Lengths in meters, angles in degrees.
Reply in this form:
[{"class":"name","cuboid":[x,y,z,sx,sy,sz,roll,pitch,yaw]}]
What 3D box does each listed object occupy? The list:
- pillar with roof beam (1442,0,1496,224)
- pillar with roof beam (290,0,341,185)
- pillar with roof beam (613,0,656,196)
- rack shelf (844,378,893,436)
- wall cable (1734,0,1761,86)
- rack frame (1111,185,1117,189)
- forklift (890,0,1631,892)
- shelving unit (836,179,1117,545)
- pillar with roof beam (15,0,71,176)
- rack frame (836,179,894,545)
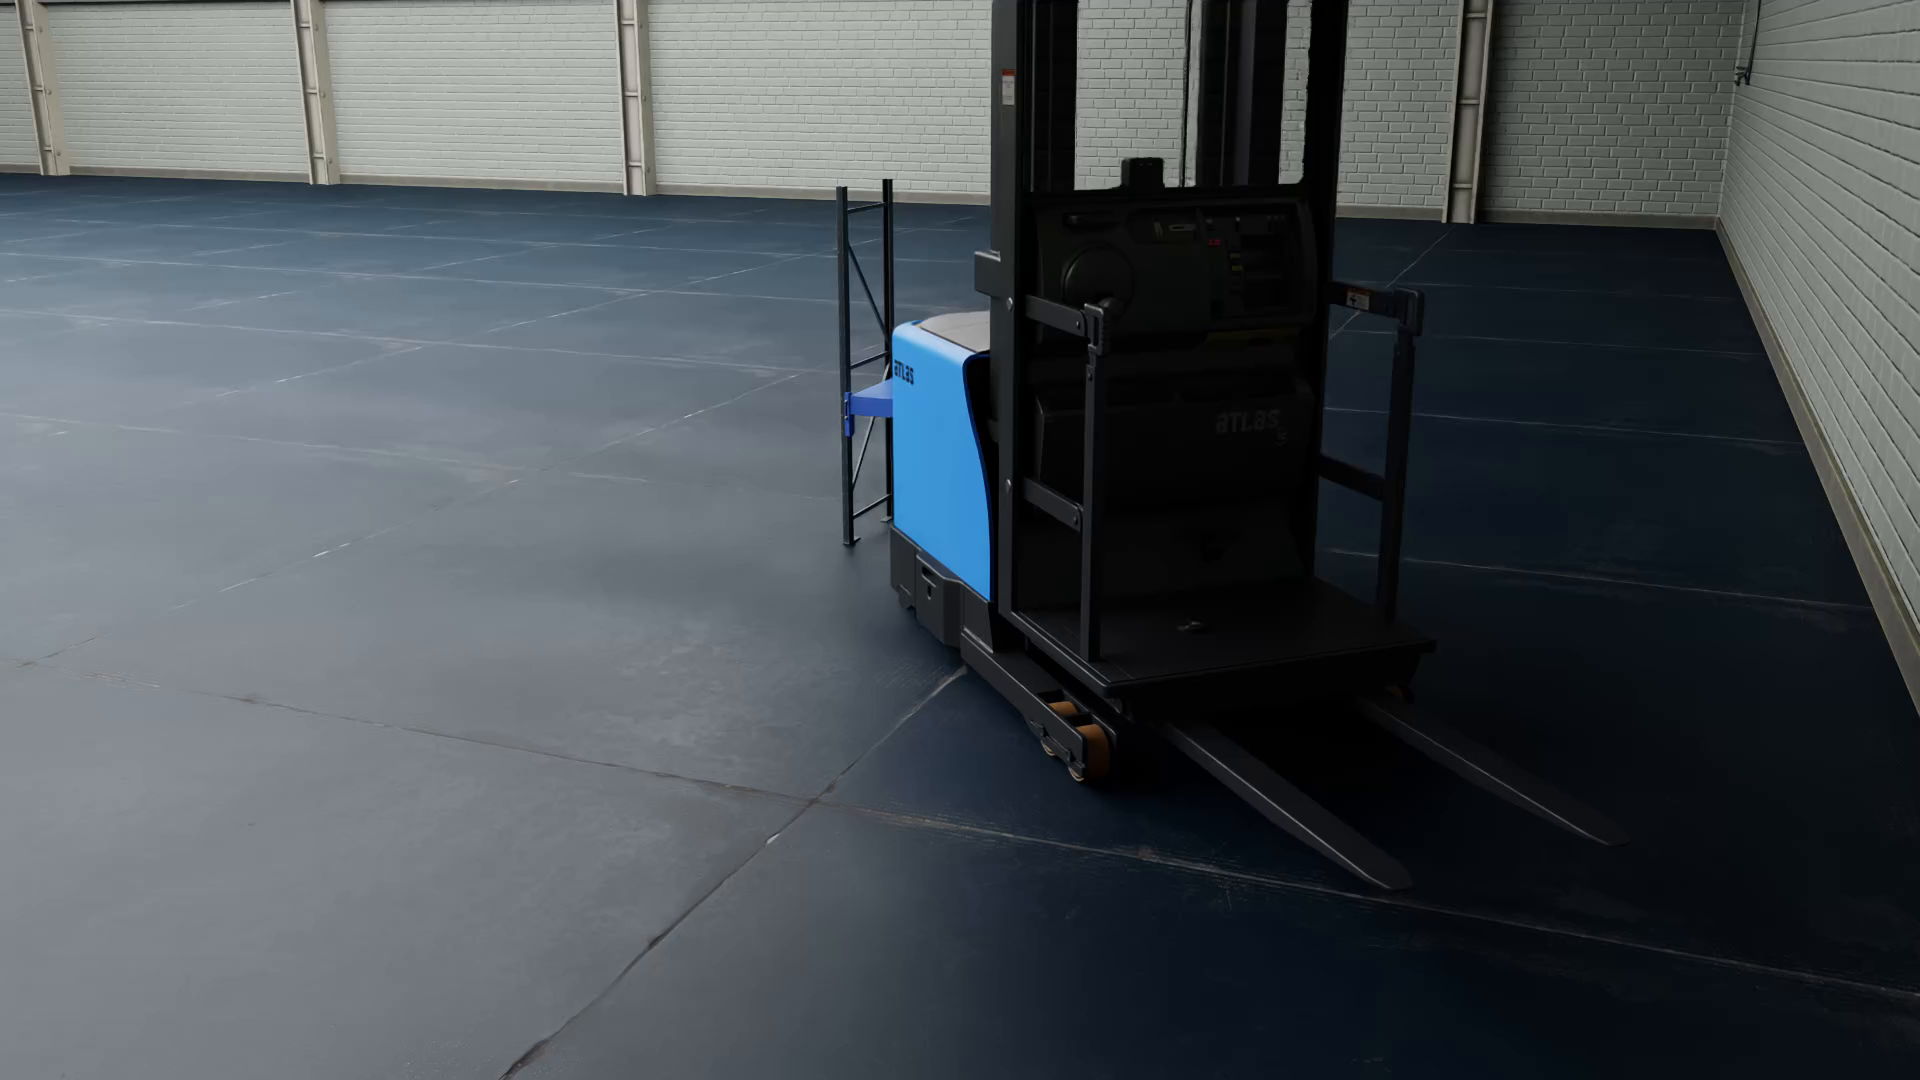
[{"class":"pillar with roof beam","cuboid":[4.732,-7.224,15.918,0.400,9.000,9.100,6,17,21]},{"class":"pillar with roof beam","cuboid":[-12.013,-9.066,22.260,0.400,9.000,9.100,6,17,21]},{"class":"pillar with roof beam","cuboid":[-6.431,-8.452,20.146,0.400,9.000,9.100,6,17,21]},{"class":"rack shelf","cuboid":[0.079,-0.539,6.985,1.000,0.185,0.538,6,17,21]},{"class":"wall cable","cuboid":[8.567,-6.205,17.977,0.112,2.526,3.097,6,17,21]},{"class":"rack frame","cuboid":[0.552,-0.660,6.755,0.032,1.500,0.500,6,17,21]},{"class":"forklift","cuboid":[0.734,-0.843,4.819,1.130,2.935,3.031,-6,17,-20]},{"class":"shelving unit","cuboid":[0.079,-0.712,6.934,1.048,1.500,0.538,6,17,21]},{"class":"pillar with roof beam","cuboid":[-17.594,-9.679,24.374,0.400,9.000,9.100,6,17,21]},{"class":"rack frame","cuboid":[-0.394,-0.764,7.114,0.032,1.500,0.500,6,17,21]}]
